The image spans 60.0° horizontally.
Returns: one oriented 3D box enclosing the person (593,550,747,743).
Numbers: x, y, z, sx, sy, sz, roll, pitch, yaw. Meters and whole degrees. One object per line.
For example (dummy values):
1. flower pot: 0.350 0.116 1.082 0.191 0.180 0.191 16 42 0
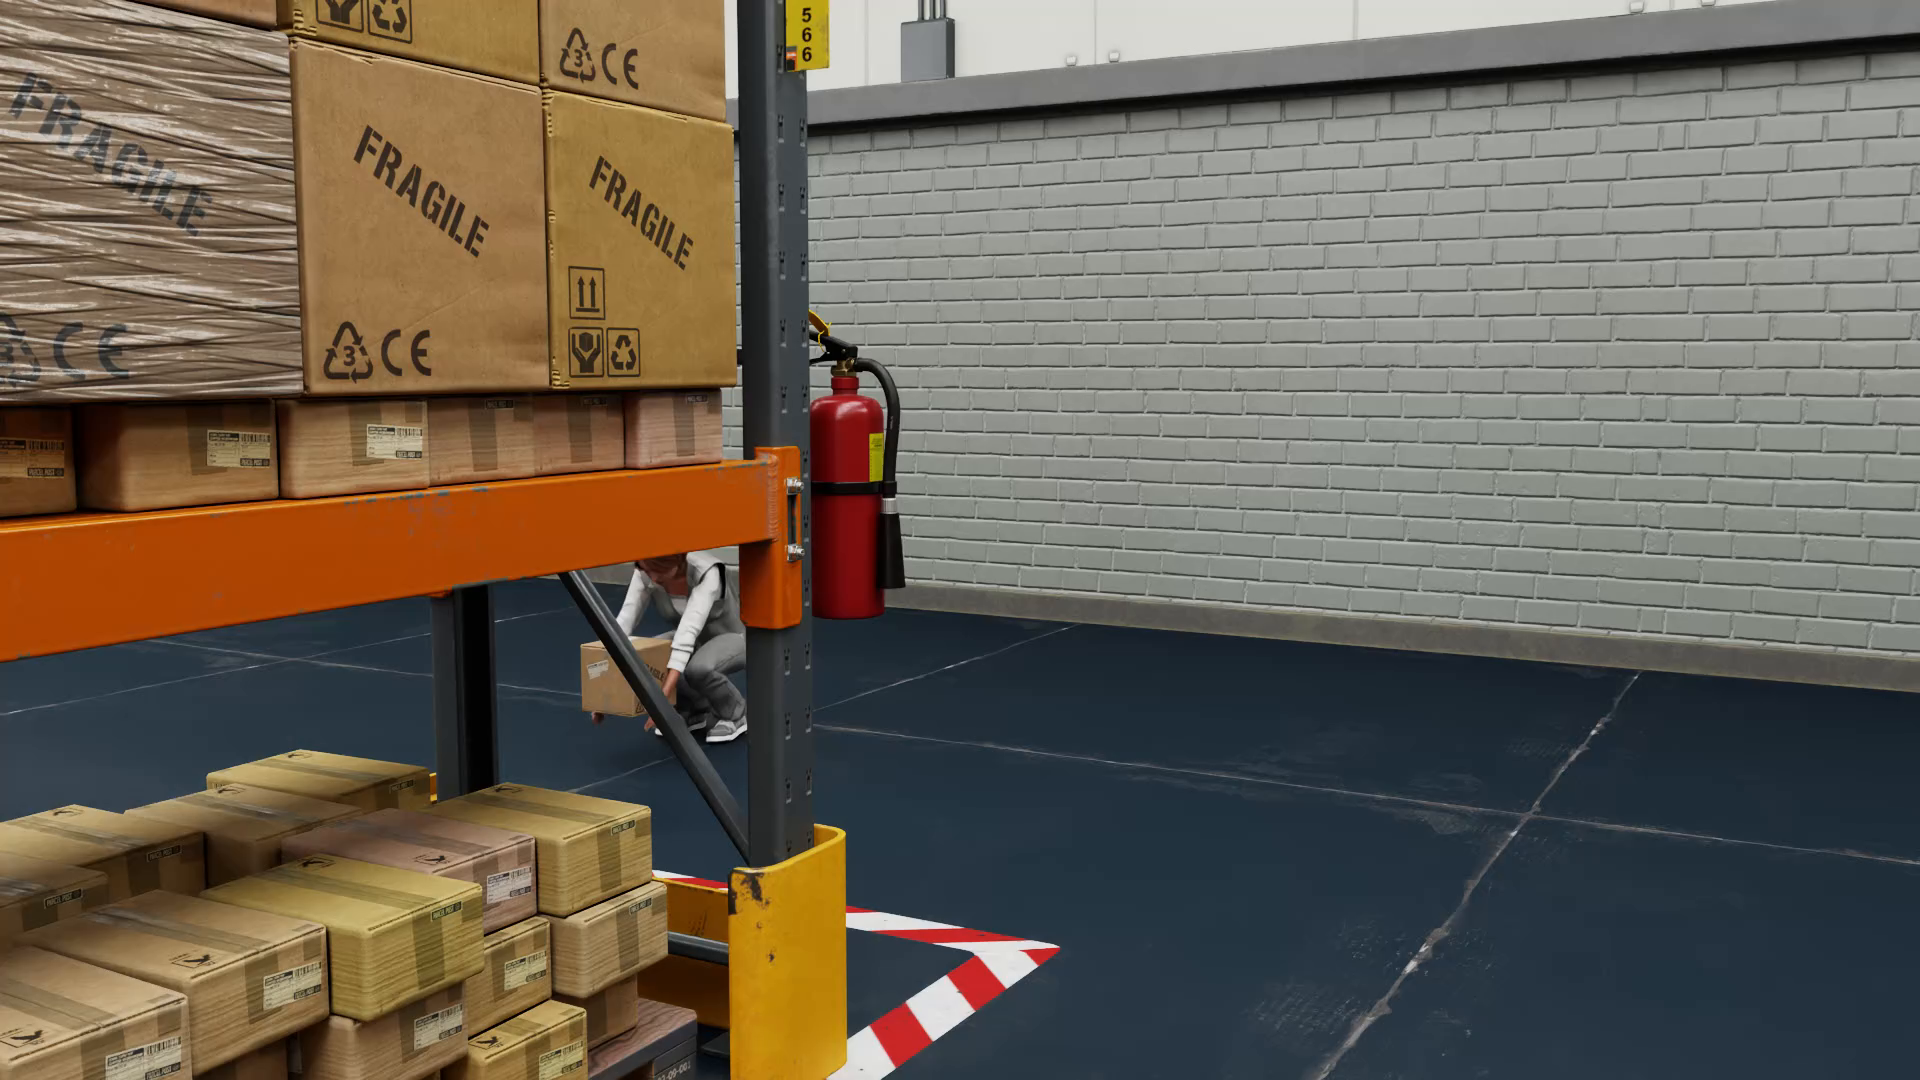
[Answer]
1. person: -1.089 0.367 6.525 0.433 0.887 0.816 3 7 28
